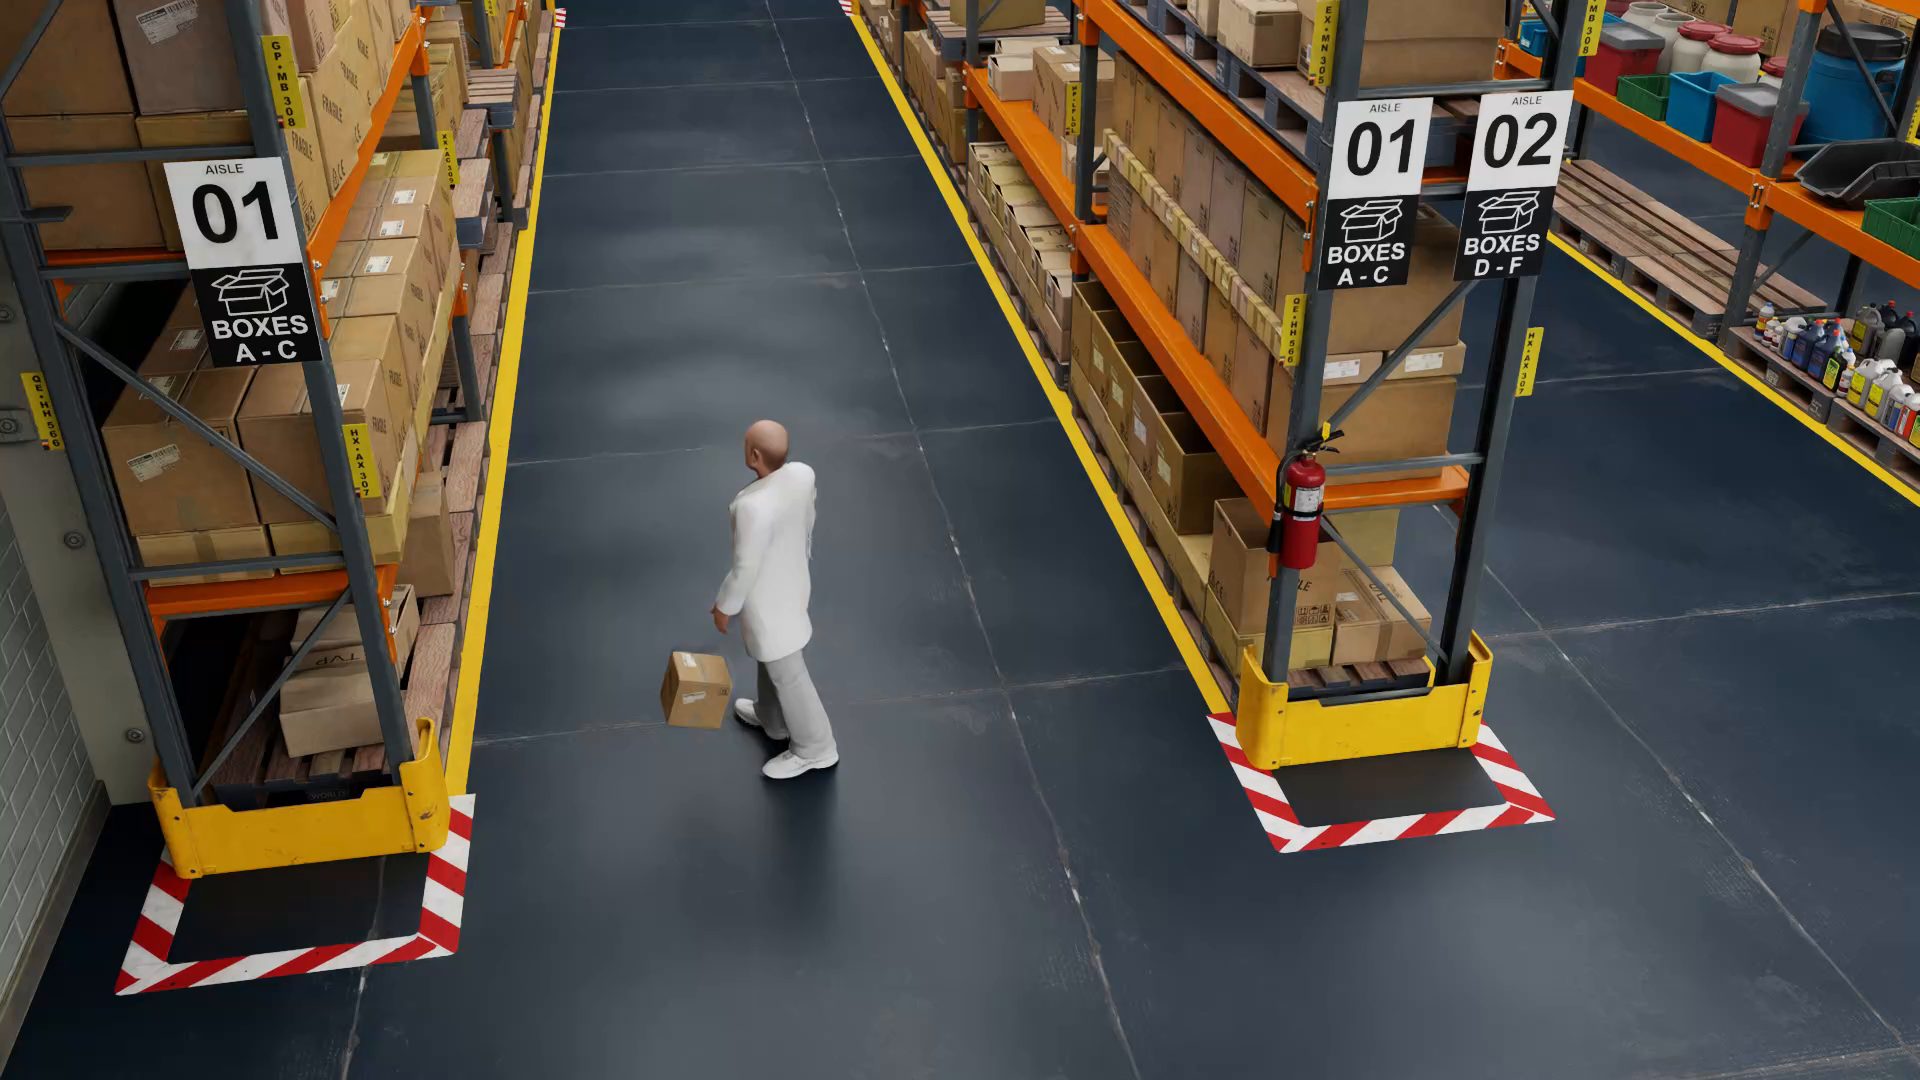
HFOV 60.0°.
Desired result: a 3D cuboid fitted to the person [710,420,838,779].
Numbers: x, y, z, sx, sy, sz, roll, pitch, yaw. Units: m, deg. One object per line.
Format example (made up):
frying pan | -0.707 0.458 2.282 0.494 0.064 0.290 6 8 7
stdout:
person | -0.883 0.240 7.740 0.678 1.776 0.660 11 32 18
